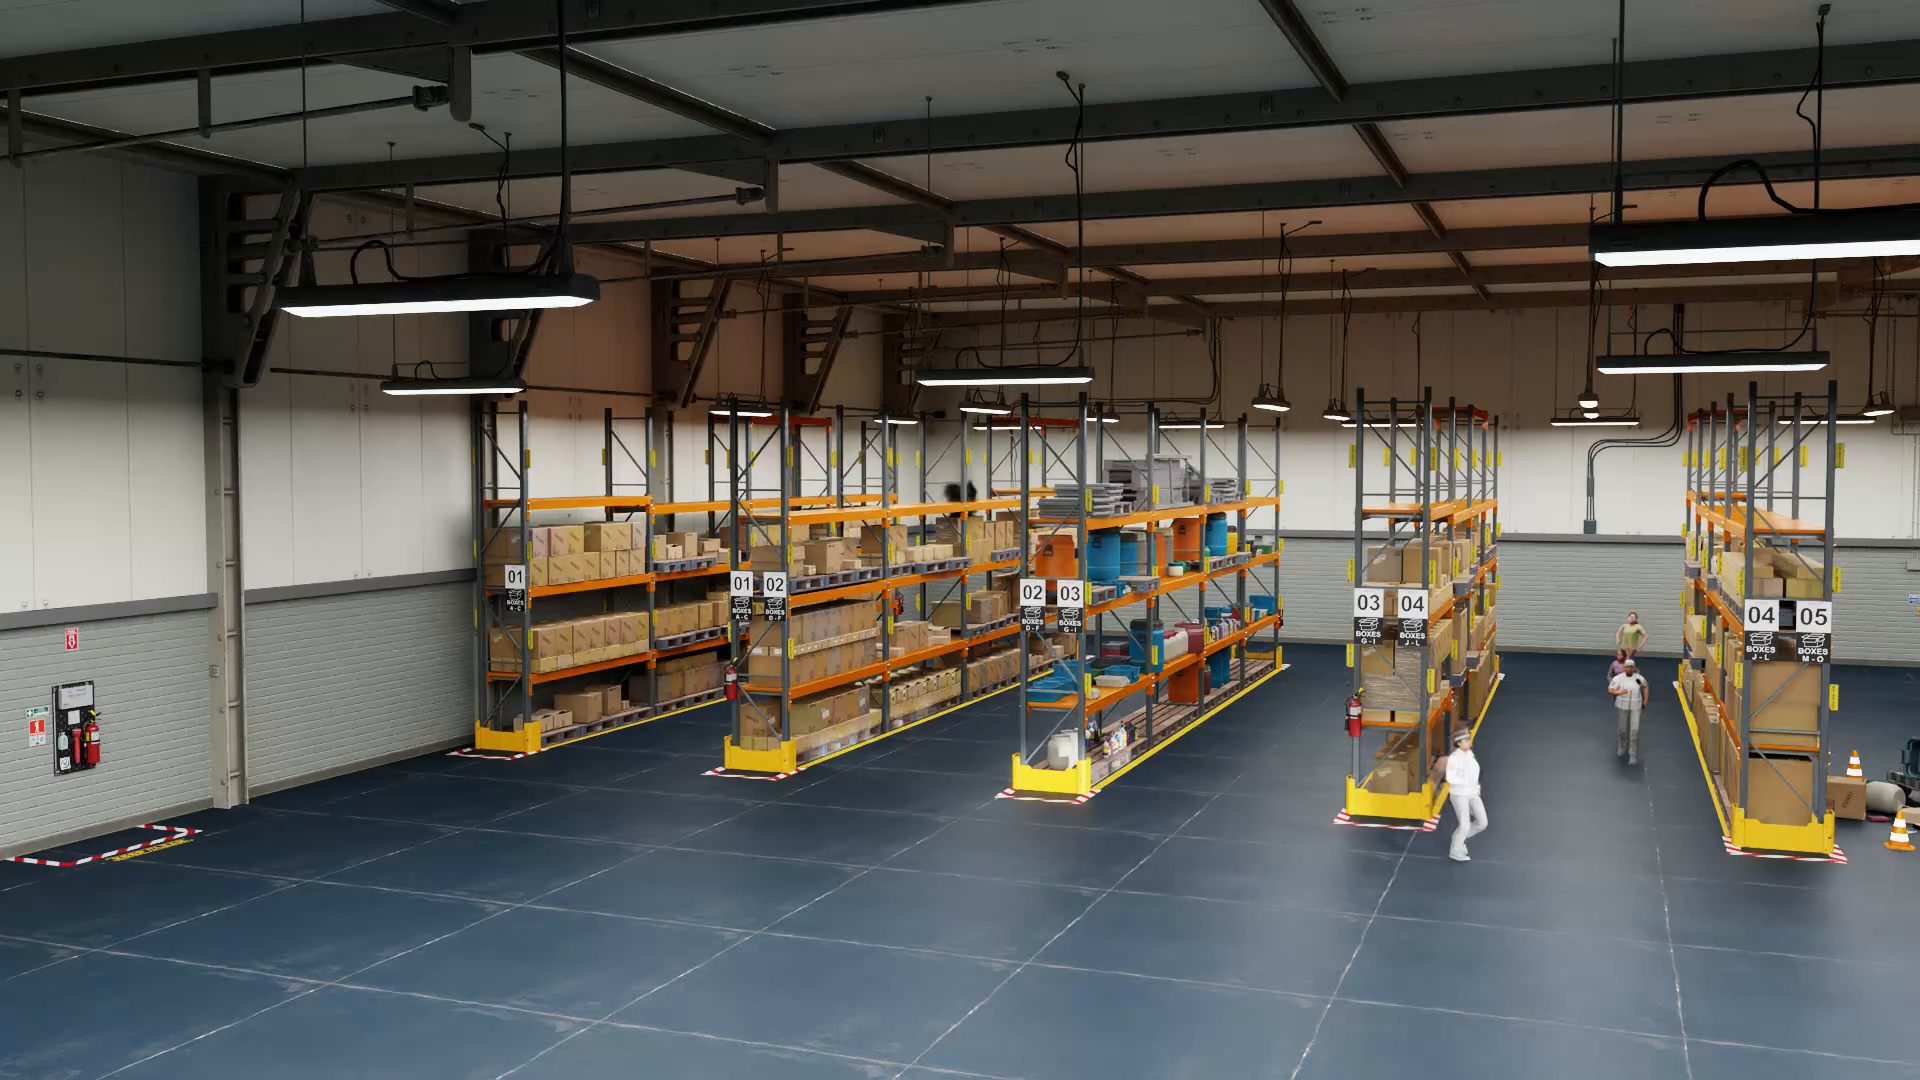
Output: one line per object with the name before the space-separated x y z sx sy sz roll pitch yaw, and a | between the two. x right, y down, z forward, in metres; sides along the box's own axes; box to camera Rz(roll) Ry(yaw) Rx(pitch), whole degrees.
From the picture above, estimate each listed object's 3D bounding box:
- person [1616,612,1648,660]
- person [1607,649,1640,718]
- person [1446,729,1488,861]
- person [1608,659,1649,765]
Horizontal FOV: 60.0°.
person | 14.763 2.406 36.696 0.511 1.629 0.650 -3 4 -42
person | 12.071 2.759 30.278 0.560 1.558 0.605 1 3 26
person | 6.310 3.163 20.611 0.602 1.654 0.544 -2 3 -35
person | 11.063 2.815 27.534 0.641 1.693 0.870 1 3 18
